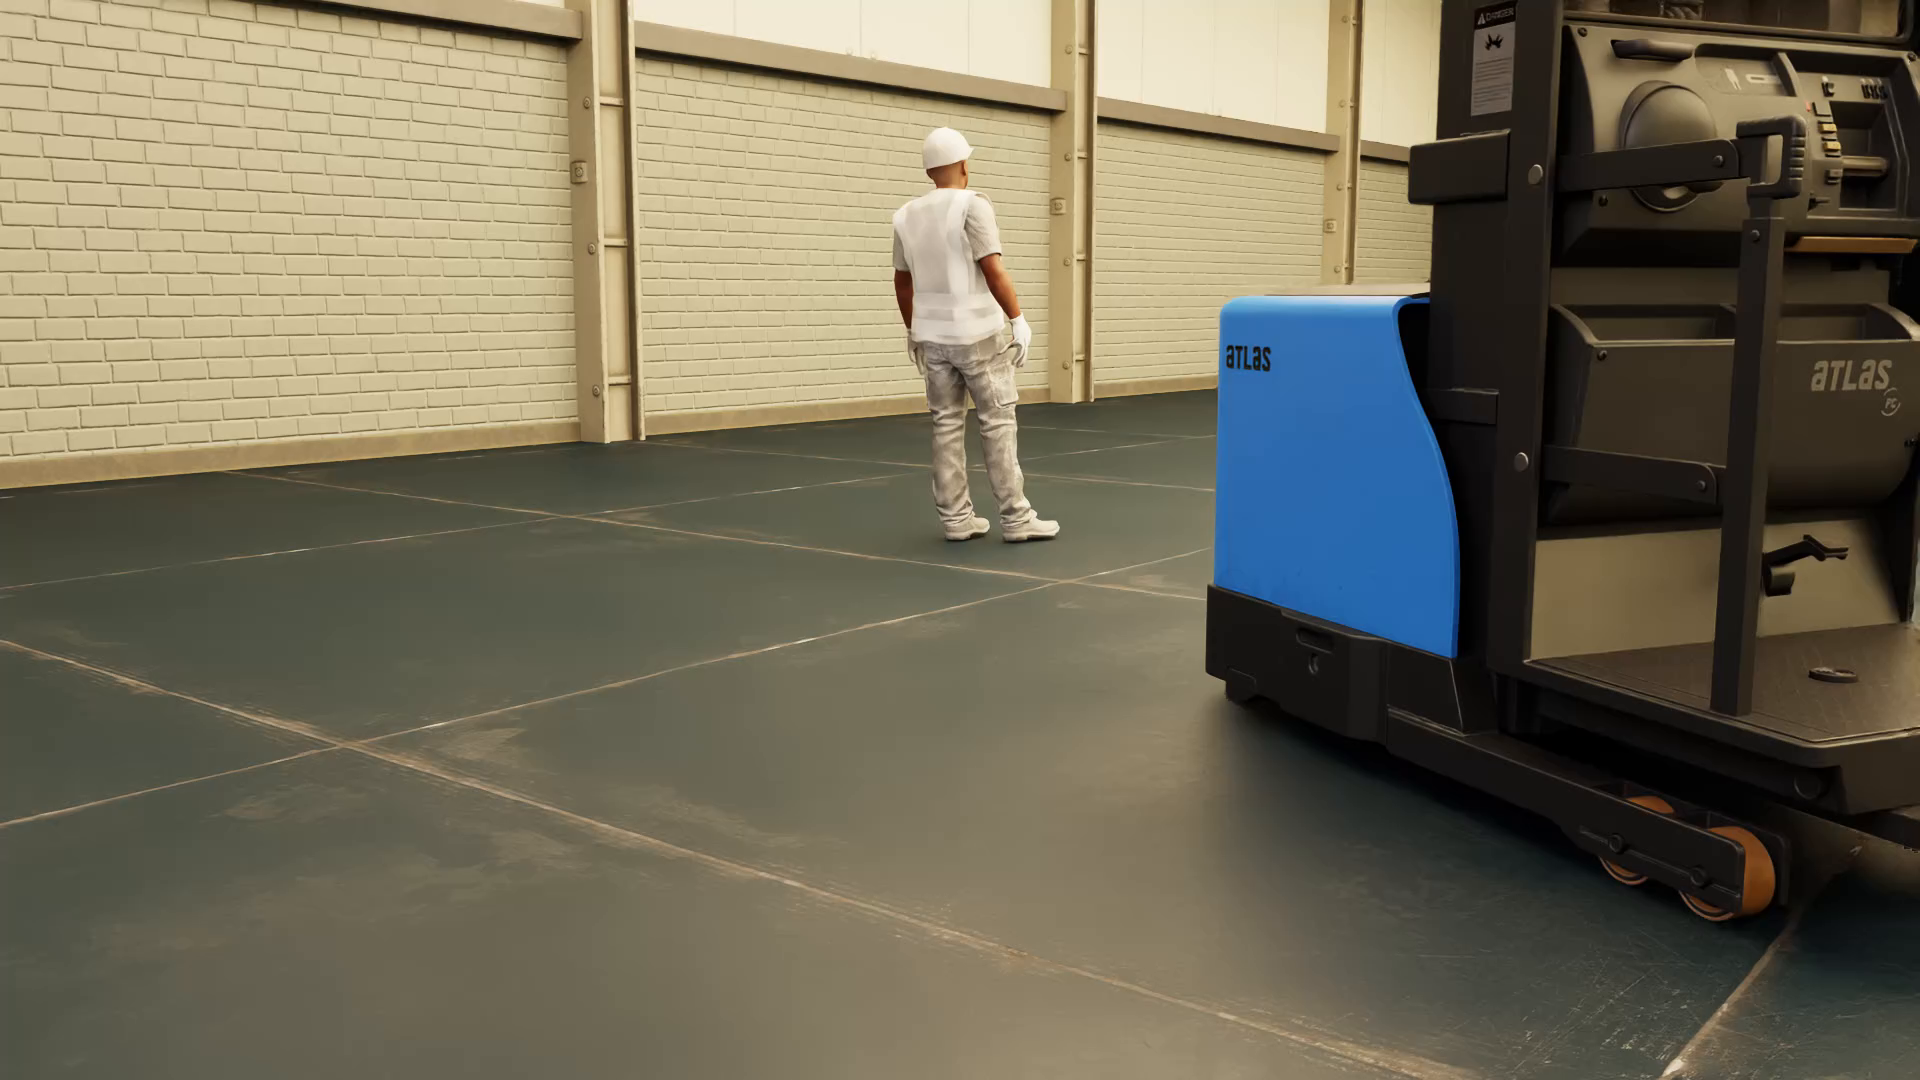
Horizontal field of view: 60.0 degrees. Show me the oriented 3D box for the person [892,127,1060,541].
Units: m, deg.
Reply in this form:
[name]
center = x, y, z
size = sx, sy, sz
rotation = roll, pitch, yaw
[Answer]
[person]
center = 0.058, -0.898, 7.332
size = 0.657, 1.785, 0.557
rotation = 7, 11, 38
